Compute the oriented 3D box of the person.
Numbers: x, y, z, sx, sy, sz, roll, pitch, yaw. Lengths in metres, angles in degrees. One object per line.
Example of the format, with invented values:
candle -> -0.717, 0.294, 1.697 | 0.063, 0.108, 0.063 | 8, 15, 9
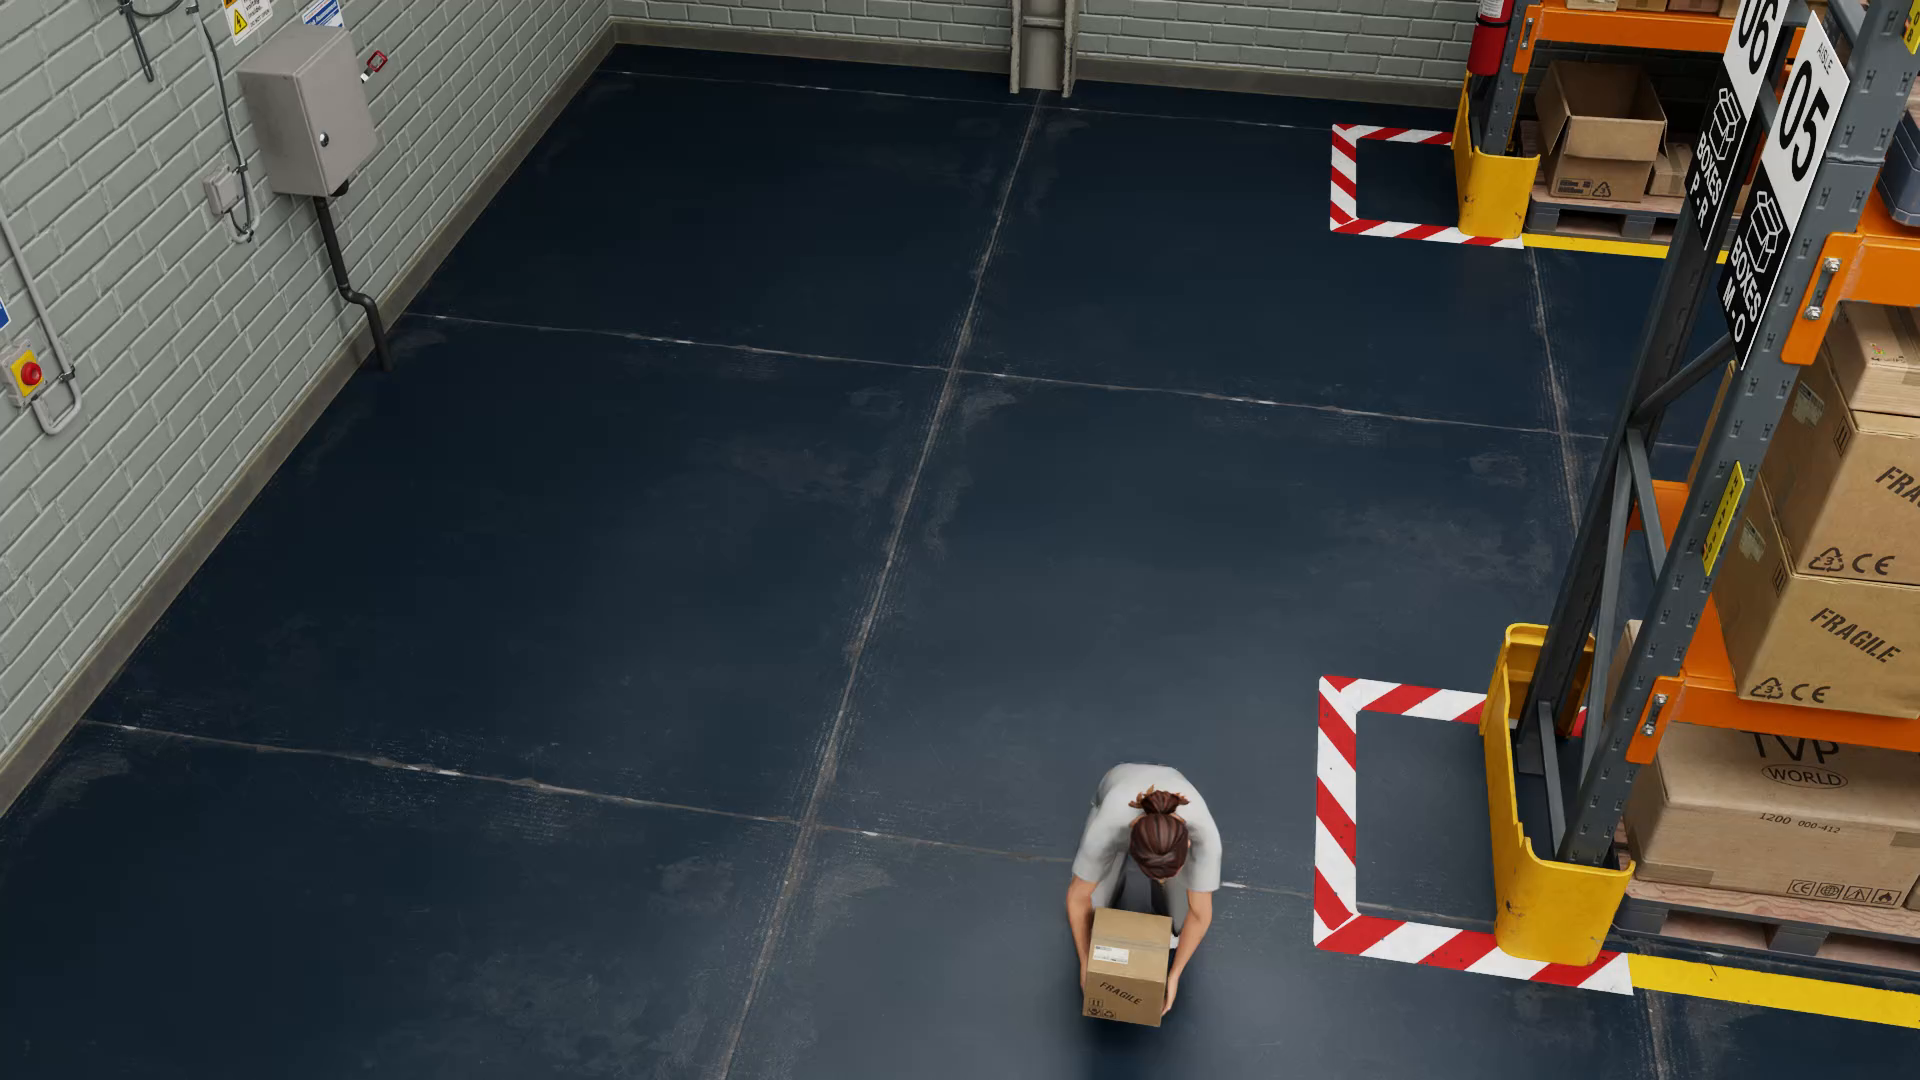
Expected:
person -> 0.612, 1.060, 5.501 | 0.490, 0.932, 0.801 | 7, 41, 8
